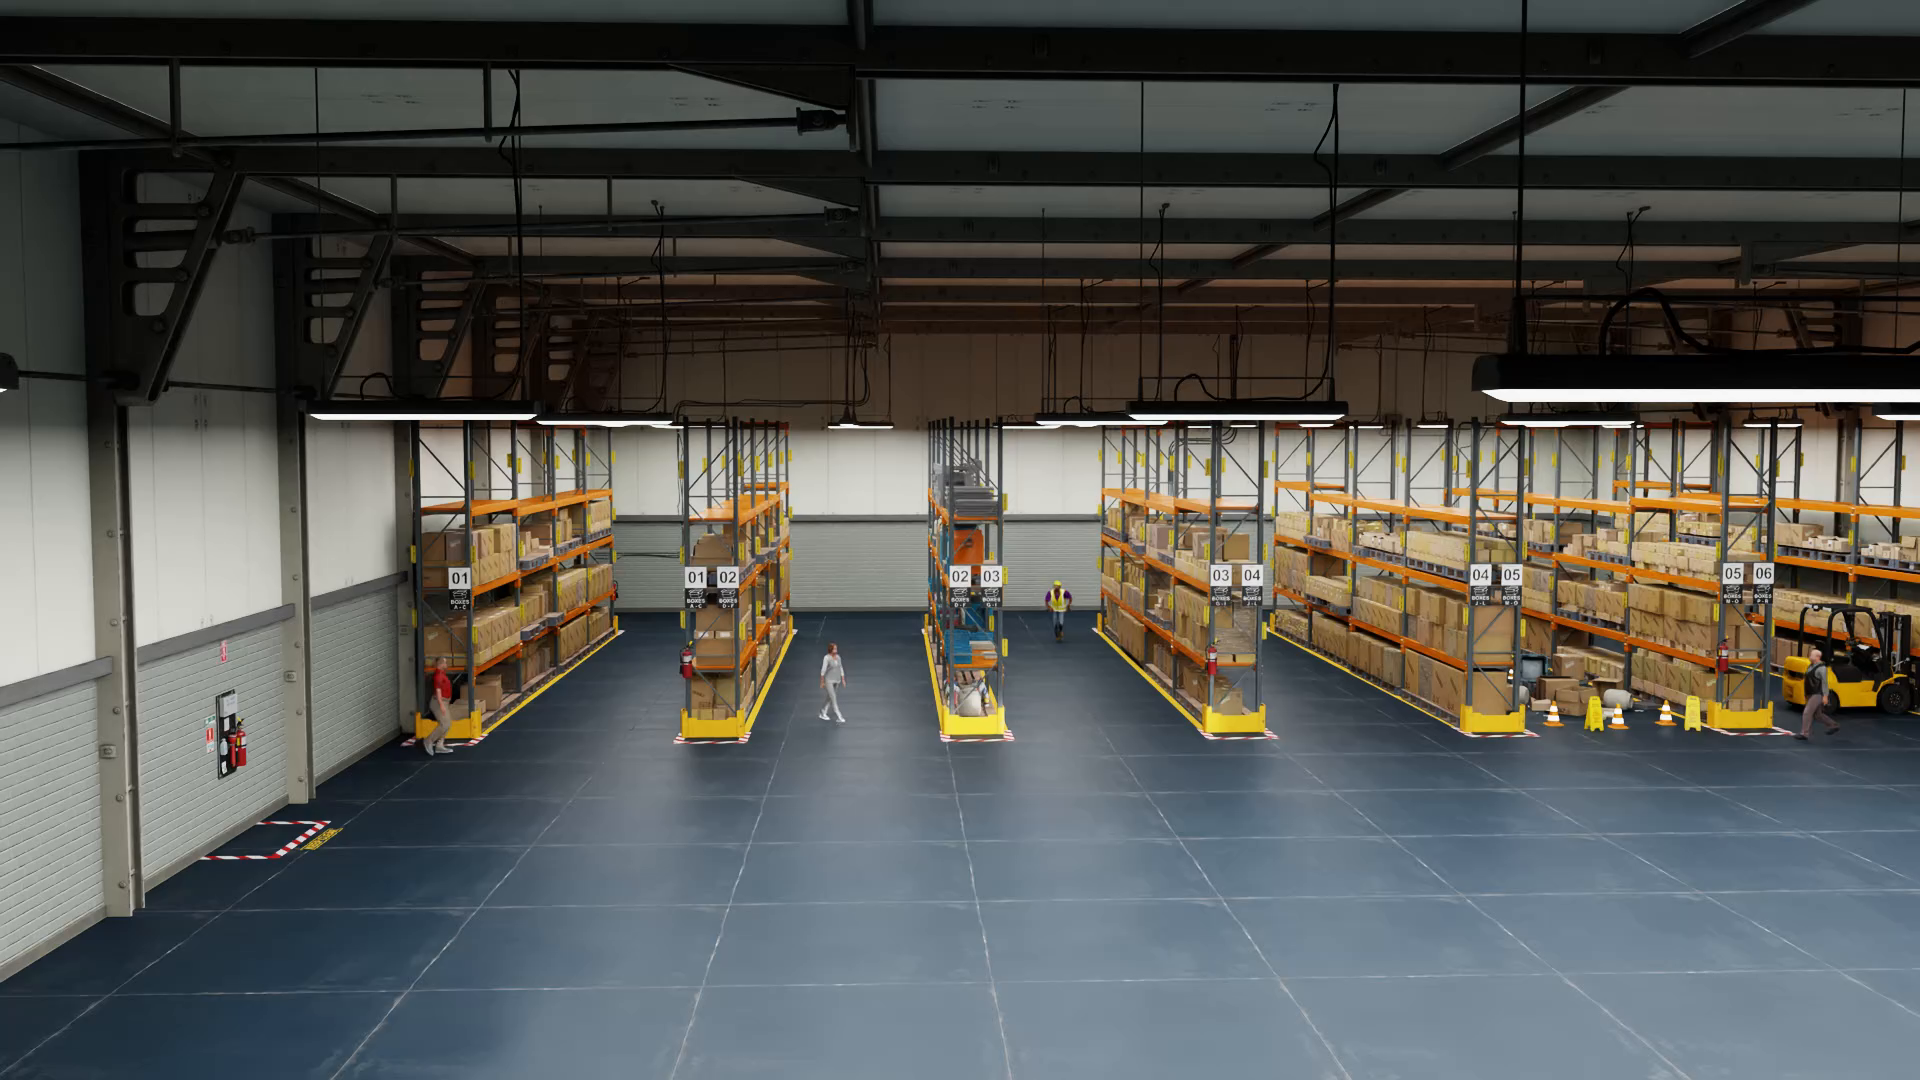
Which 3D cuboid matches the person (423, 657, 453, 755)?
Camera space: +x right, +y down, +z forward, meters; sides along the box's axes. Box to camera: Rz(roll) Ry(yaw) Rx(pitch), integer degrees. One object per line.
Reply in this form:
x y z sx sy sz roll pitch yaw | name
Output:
-9.243 2.924 29.405 0.498 1.721 0.556 -1 4 -9 | person

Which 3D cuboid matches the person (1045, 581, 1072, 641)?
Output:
2.691 1.928 45.380 0.745 1.672 0.679 0 4 7 | person

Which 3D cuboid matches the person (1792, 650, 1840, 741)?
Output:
15.877 2.868 30.775 0.999 1.686 0.543 0 4 -3 | person

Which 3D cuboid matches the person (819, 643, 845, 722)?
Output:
-2.475 2.795 32.662 0.943 1.551 0.467 3 5 41 | person
